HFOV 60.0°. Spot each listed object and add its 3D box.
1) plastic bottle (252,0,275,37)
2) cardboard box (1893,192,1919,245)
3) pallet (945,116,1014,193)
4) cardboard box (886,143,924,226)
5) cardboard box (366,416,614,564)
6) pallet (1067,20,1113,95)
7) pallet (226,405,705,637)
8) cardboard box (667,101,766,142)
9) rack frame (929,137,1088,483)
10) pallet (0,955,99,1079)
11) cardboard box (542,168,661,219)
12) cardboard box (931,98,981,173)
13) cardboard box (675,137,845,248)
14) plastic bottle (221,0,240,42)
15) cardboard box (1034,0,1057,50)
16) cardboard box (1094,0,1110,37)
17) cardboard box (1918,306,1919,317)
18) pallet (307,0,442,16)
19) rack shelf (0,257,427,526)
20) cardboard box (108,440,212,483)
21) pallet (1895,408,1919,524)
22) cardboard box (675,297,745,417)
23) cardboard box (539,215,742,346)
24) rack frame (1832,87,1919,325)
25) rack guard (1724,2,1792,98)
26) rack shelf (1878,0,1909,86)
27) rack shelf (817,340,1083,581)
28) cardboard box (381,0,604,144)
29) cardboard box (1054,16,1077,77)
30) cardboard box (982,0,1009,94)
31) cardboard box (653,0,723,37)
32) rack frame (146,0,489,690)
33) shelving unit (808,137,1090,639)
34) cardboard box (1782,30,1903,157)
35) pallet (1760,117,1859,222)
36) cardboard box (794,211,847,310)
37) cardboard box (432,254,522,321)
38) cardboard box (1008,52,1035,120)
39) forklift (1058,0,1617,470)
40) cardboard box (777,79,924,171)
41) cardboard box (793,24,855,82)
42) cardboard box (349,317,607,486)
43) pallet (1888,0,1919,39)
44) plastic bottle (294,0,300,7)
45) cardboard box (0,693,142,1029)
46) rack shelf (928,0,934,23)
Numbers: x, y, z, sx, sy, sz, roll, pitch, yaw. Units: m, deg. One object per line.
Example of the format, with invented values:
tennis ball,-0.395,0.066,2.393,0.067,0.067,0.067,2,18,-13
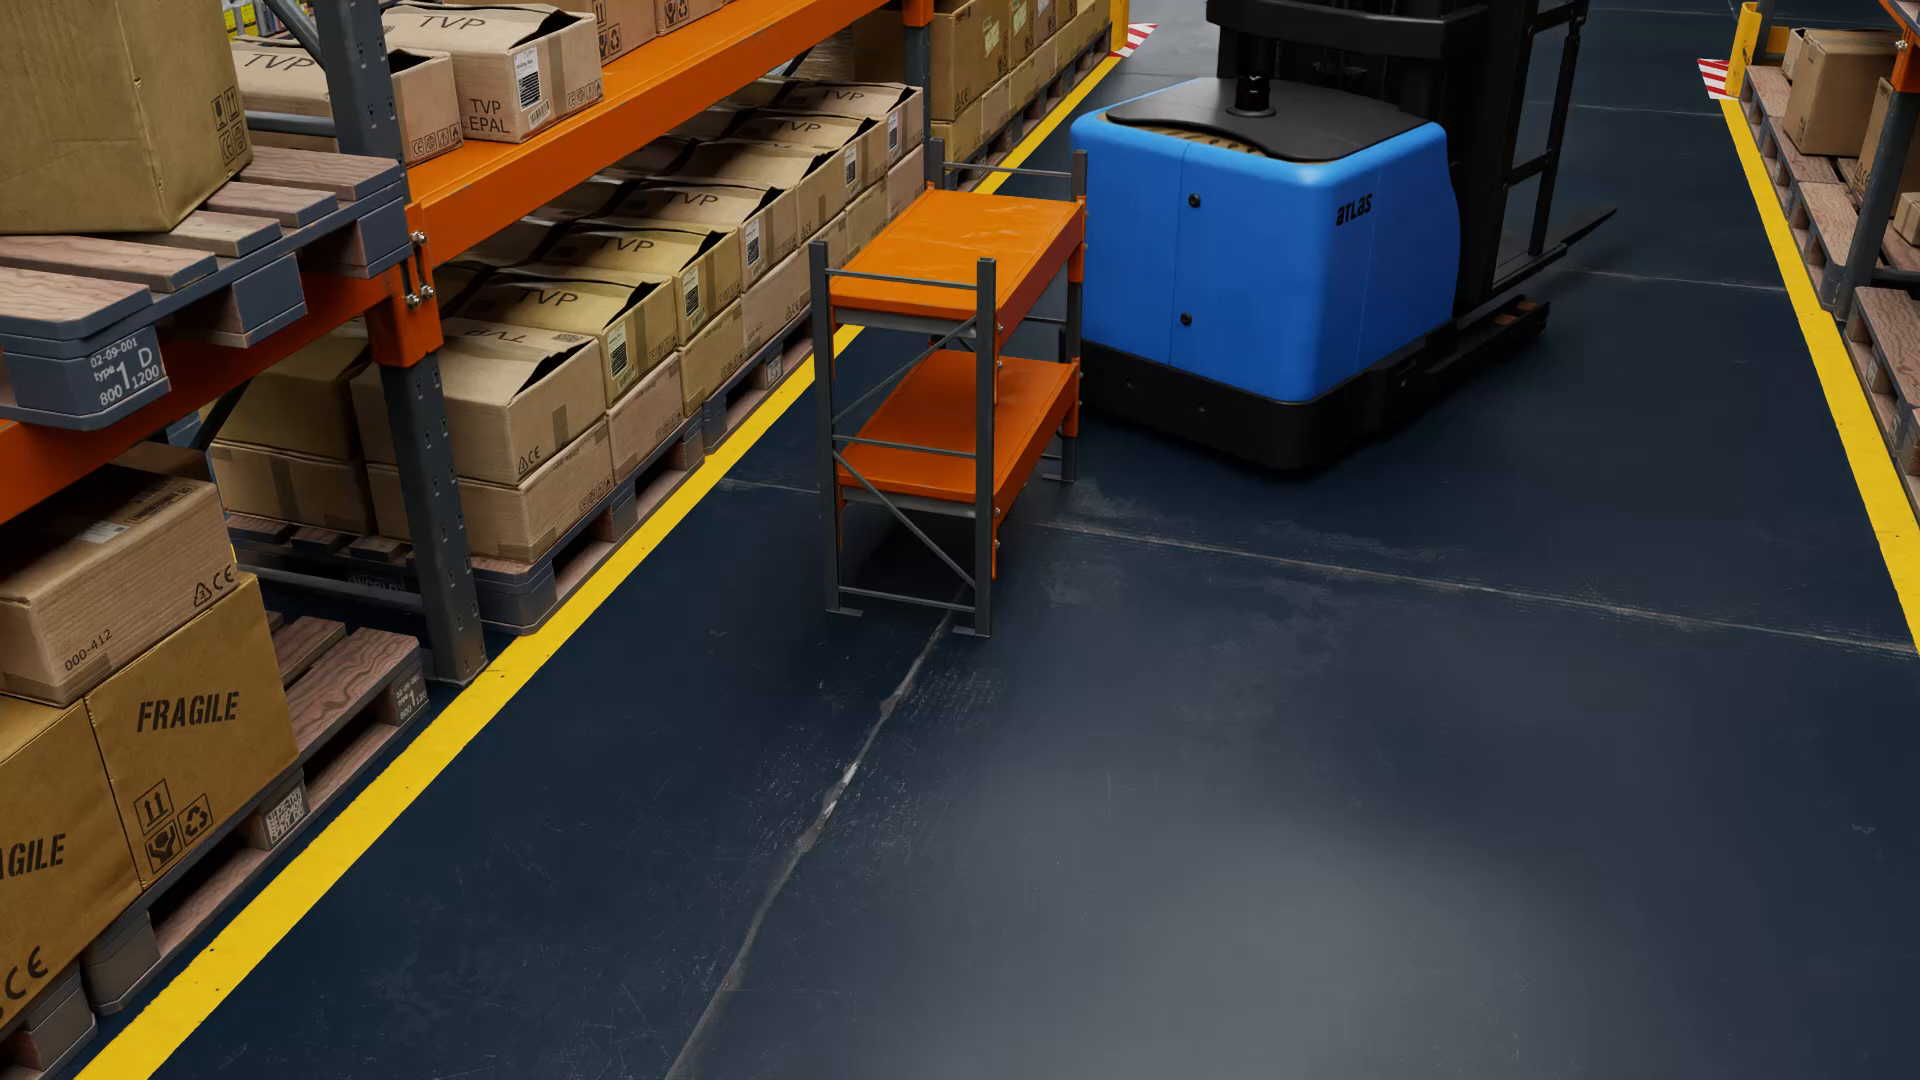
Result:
plastic bottle,-4.452,-3.339,10.516,0.152,0.276,0.135,8,30,13
cardboard box,4.234,-1.365,7.081,0.380,0.166,0.250,5,29,8
pallet,-0.357,-2.009,8.643,1.003,0.211,1.213,8,30,15
cardboard box,-0.475,-1.611,7.457,0.500,0.250,0.500,8,30,14
cardboard box,-1.370,-0.188,4.899,0.500,0.250,0.500,8,30,15
pallet,0.359,-3.143,10.682,1.003,0.211,1.213,8,30,15
pallet,-1.526,-0.163,5.326,1.003,0.211,1.213,8,30,15
cardboard box,-1.142,-1.702,7.044,0.500,0.311,0.500,8,30,14
rack frame,0.147,-0.725,5.396,0.500,1.125,0.032,8,30,15
pallet,-2.420,1.121,3.018,1.003,0.211,1.213,8,30,15
cardboard box,-1.440,-1.219,6.176,0.500,0.311,0.500,9,30,16
cardboard box,-0.205,-2.018,8.188,0.500,0.250,0.500,8,30,15
cardboard box,-0.771,-1.387,6.478,0.500,0.311,0.500,8,30,15
plastic bottle,-4.551,-3.208,10.203,0.144,0.351,0.185,8,30,14
cardboard box,0.243,-3.041,9.257,0.500,0.500,0.500,8,30,15
cardboard box,0.668,-3.413,10.696,0.500,0.250,0.500,8,30,15
cardboard box,3.906,-0.914,5.926,0.700,0.500,0.500,10,30,17
pallet,-4.412,-3.794,11.852,1.003,0.211,1.213,8,30,15
rack shelf,-2.392,0.239,2.474,1.077,0.370,4.000,8,30,15
cardboard box,-2.212,0.066,4.164,0.500,0.500,0.500,10,31,17
pallet,3.522,-0.009,5.049,1.003,0.211,1.213,8,30,15
cardboard box,-1.077,-0.664,5.755,0.500,0.250,0.500,8,30,14
cardboard box,-1.072,-0.915,5.629,0.500,0.311,0.500,8,30,14
rack frame,4.106,-2.158,6.044,1.000,3.000,0.127,8,30,15
rack guard,5.258,-2.890,9.930,1.175,0.500,0.348,8,30,15
rack shelf,4.693,-2.773,7.890,1.077,0.370,4.000,8,30,15
rack shelf,-0.002,-0.275,5.090,0.538,0.278,1.000,8,30,15
cardboard box,-1.357,-1.354,4.689,0.500,0.311,0.500,8,30,14
cardboard box,0.388,-2.946,9.857,0.500,0.250,0.500,8,30,15
cardboard box,-0.056,-2.577,8.423,0.500,0.500,0.500,8,30,15
cardboard box,-1.173,-2.075,5.792,0.500,0.500,0.500,9,30,15
rack frame,-1.805,-1.005,3.970,1.000,3.000,0.127,8,30,15
shelving unit,-0.002,-0.488,4.971,0.538,1.125,1.048,8,30,15
cardboard box,4.560,-2.210,8.255,0.700,0.500,0.500,7,30,12
pallet,4.625,-1.826,8.315,1.003,0.211,1.213,8,30,15
cardboard box,-0.775,-1.139,6.608,0.500,0.250,0.500,9,30,16
cardboard box,-1.740,-0.753,5.337,0.500,0.311,0.500,8,30,14
cardboard box,0.099,-2.481,9.021,0.500,0.250,0.500,8,30,15
forklift,1.711,-2.149,6.098,1.130,2.935,3.031,23,37,35
cardboard box,-0.476,-1.861,7.330,0.500,0.311,0.500,8,30,15
cardboard box,-0.546,-2.651,8.554,0.500,0.500,0.500,8,30,15
cardboard box,-1.370,-0.433,4.763,0.500,0.311,0.500,10,30,17
pallet,3.742,-1.740,5.490,1.003,0.211,1.213,8,30,15
plastic bottle,-4.328,-3.463,10.732,0.061,0.283,0.133,9,30,16
cardboard box,-2.007,0.604,3.197,0.500,0.500,0.500,7,30,13
rack shelf,-0.044,-3.479,9.158,1.077,0.370,4.000,8,30,15
